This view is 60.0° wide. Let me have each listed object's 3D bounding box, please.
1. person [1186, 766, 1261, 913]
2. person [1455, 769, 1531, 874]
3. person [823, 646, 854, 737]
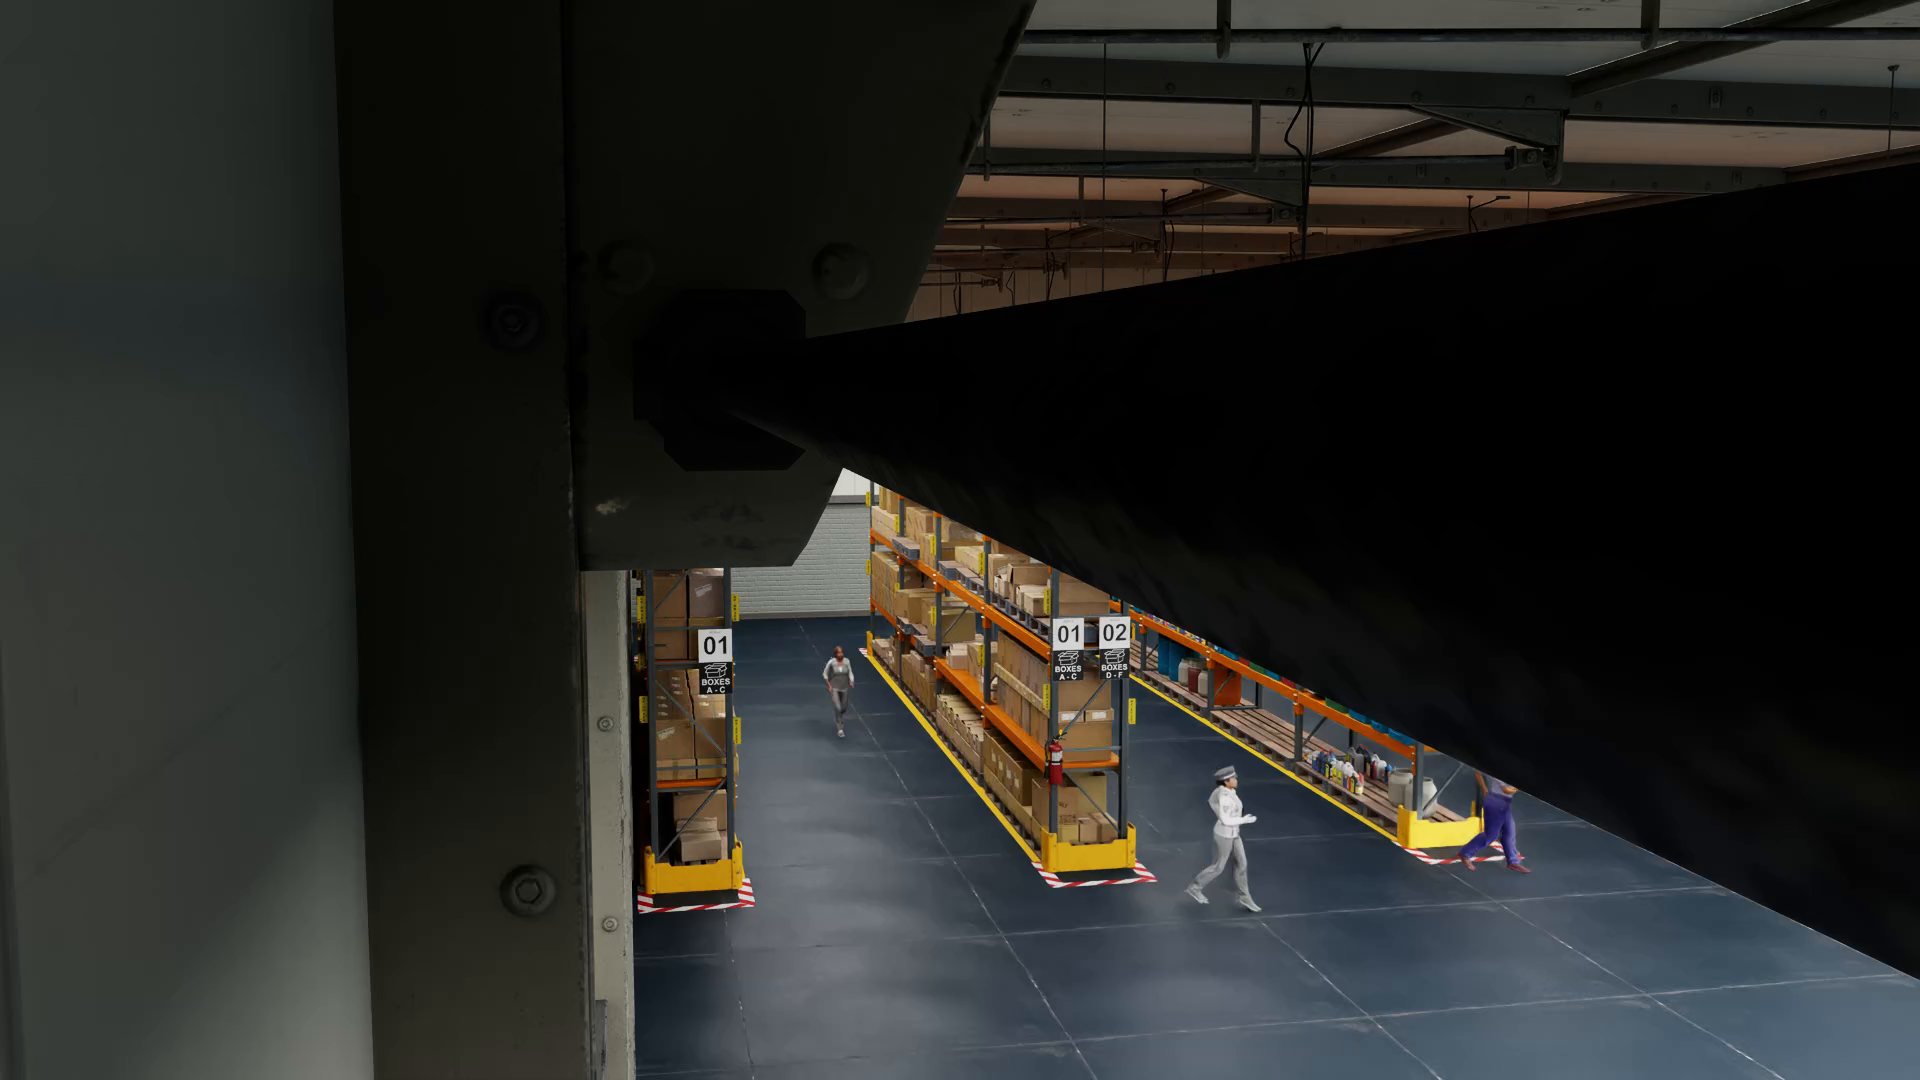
[{"bbox_3d":[3.073,3.468,19.335,0.859,1.736,0.605,2,6,18],"label":"person"},{"bbox_3d":[6.655,3.338,20.693,0.933,1.639,0.598,1,6,10],"label":"person"},{"bbox_3d":[-2.110,2.578,28.678,0.525,1.561,0.681,-2,6,-17],"label":"person"}]
